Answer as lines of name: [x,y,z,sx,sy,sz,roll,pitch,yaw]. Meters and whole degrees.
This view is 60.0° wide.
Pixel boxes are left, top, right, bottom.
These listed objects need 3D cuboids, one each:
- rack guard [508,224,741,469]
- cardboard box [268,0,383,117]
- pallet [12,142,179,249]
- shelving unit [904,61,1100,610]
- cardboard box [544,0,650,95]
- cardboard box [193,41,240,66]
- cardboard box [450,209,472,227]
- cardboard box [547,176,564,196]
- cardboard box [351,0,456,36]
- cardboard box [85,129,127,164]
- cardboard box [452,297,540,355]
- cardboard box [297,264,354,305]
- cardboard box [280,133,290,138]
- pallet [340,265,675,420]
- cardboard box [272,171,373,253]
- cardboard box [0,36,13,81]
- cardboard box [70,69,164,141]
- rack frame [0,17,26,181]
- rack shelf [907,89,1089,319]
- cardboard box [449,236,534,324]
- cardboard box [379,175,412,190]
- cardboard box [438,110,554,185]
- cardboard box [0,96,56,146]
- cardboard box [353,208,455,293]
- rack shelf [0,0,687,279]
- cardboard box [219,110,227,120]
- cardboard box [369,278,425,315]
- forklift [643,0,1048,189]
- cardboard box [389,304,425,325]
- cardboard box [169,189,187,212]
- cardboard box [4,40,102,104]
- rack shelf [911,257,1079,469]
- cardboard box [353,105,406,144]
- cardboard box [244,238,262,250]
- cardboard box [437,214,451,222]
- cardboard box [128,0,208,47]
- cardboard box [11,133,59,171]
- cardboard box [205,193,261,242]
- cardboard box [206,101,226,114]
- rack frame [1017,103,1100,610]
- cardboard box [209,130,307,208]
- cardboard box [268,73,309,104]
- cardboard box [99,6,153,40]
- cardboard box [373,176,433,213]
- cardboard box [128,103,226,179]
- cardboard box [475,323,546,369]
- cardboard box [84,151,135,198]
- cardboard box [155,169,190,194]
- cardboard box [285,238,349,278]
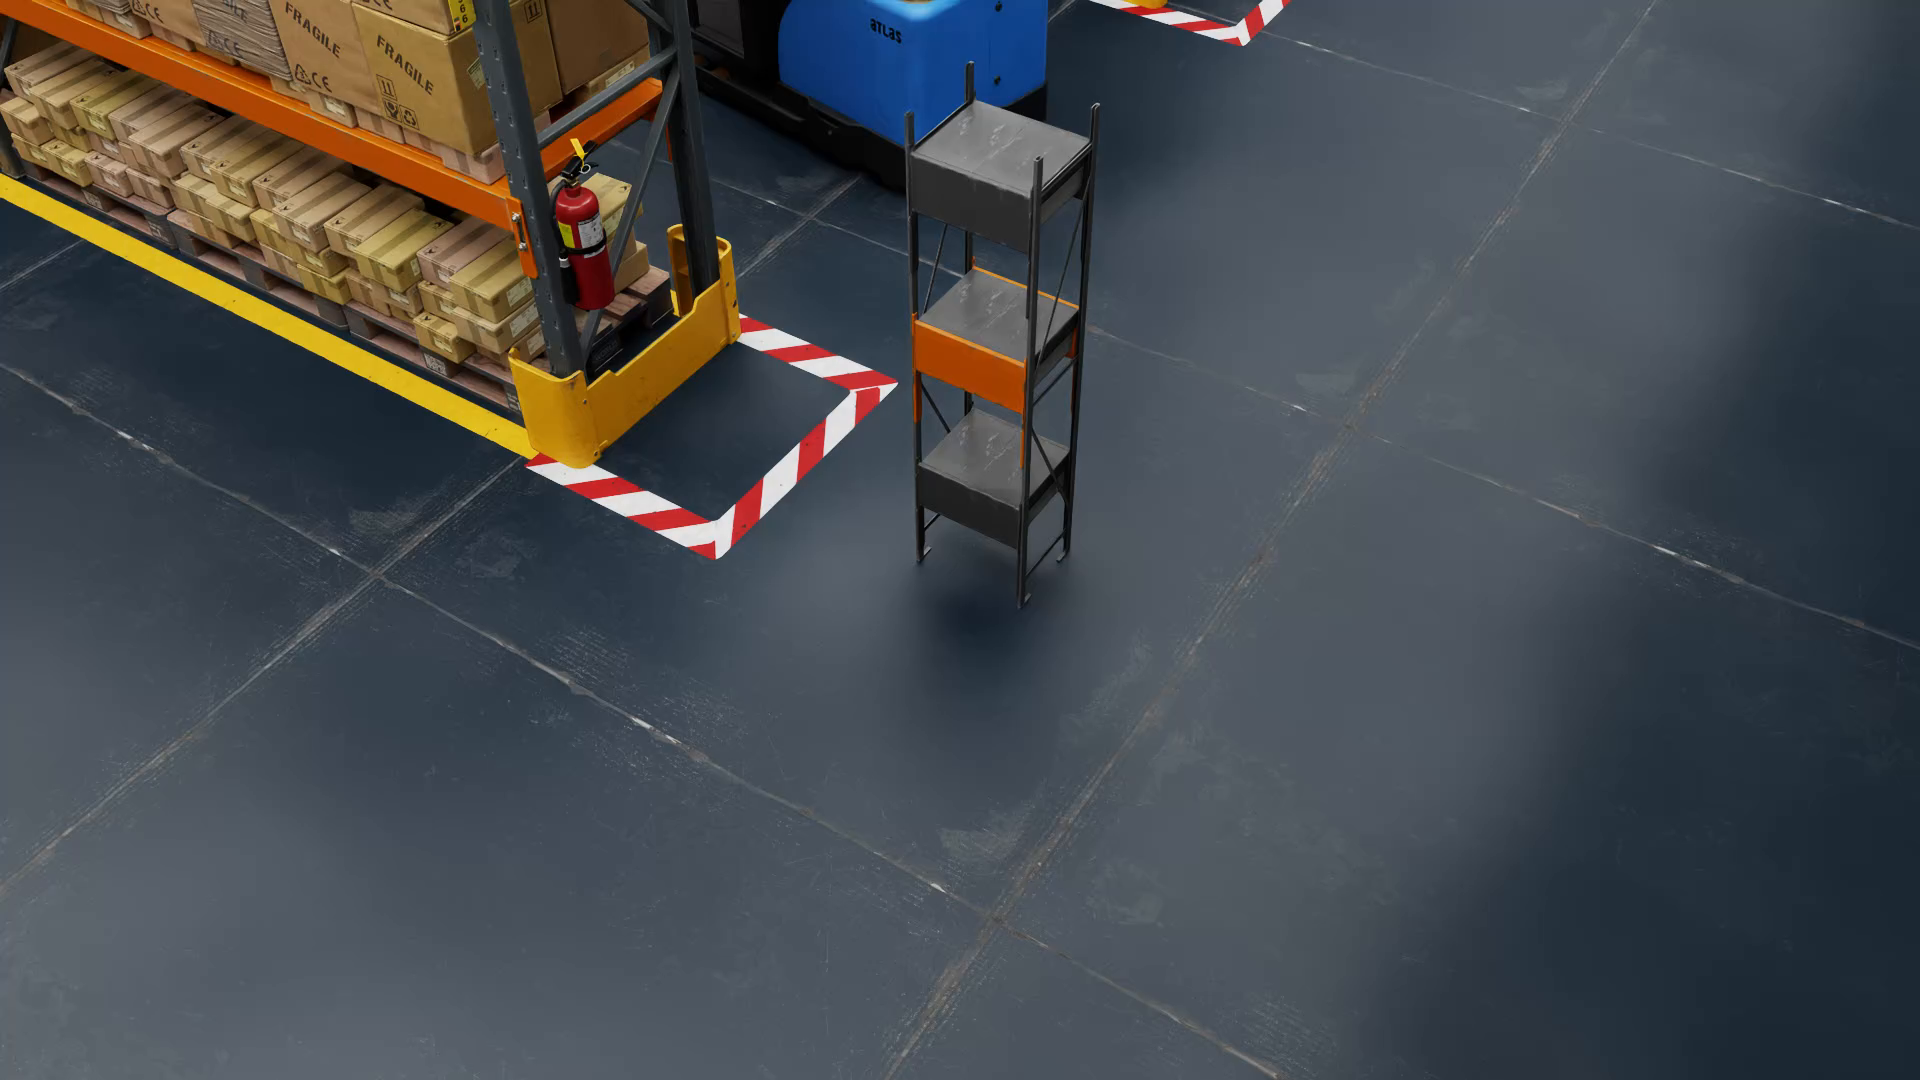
rack guard: [-1.478,-0.886,7.484,0.348,0.500,1.175,25,51,22]
cardboard box: [-2.362,-2.088,6.632,0.500,0.500,0.500,24,50,22]
pallet: [-4.197,-2.066,8.832,1.213,0.211,1.003,25,51,22]
shelving unit: [0.139,-0.668,6.157,0.503,2.100,0.431,25,51,22]
cardboard box: [-1.643,-2.207,6.748,0.500,0.500,0.500,27,52,24]
cardboard box: [-3.110,-2.241,7.233,0.250,0.149,0.380,26,51,23]
cardboard box: [-2.170,-1.524,7.849,0.250,0.149,0.380,25,51,23]
cardboard box: [-1.969,-1.530,7.647,0.250,0.149,0.380,26,51,23]
cardboard box: [-1.934,-2.242,6.085,0.500,0.500,0.500,24,50,21]
cardboard box: [-4.163,-2.083,8.392,0.250,0.149,0.380,24,51,22]
cardboard box: [-2.013,-1.017,7.356,0.250,0.149,0.380,23,50,21]
cardboard box: [-2.880,-1.300,7.839,0.250,0.149,0.380,23,50,20]
cardboard box: [-3.277,-2.054,8.364,0.250,0.149,0.380,22,50,20]
pallet: [-2.143,-1.122,7.914,1.213,0.211,1.003,25,51,22]
cardboard box: [-2.904,-1.505,7.623,0.250,0.149,0.380,27,51,23]
cardboard box: [-5.540,-2.686,8.941,0.500,0.500,0.500,24,50,21]
cardboard box: [-4.164,-2.168,8.267,0.250,0.149,0.380,24,50,22]
rack frame: [-4.781,-3.277,8.064,0.127,3.000,1.000,25,51,22]
rack shelf: [0.139,-1.146,5.664,0.480,0.518,0.431,25,51,22]
cardboard box: [-1.997,-1.140,7.268,0.250,0.149,0.380,25,51,23]
cardboard box: [-2.593,-1.864,7.972,0.250,0.149,0.380,27,51,24]
cardboard box: [-1.841,-1.596,6.606,0.250,0.149,0.380,25,51,22]
cardboard box: [-4.649,-2.200,8.505,0.250,0.149,0.380,27,52,24]
cardboard box: [-2.464,-1.296,7.420,0.250,0.149,0.380,24,50,21]
rack shelf: [-3.098,-2.252,7.570,4.000,0.370,1.077,25,51,22]
cardboard box: [-3.717,-2.257,8.561,0.250,0.149,0.380,25,51,22]
cardboard box: [-2.451,-1.217,7.550,0.250,0.149,0.380,23,50,21]
forklift: [-0.946,-3.759,8.581,3.031,2.935,1.130,34,55,28]
cardboard box: [-2.417,-1.151,7.694,0.250,0.149,0.380,24,51,22]
cardboard box: [-3.701,-1.776,8.301,0.250,0.149,0.380,23,50,21]
cardboard box: [-4.603,-2.378,8.472,0.250,0.149,0.380,27,51,24]
rack shelf: [0.139,-0.658,6.166,0.480,0.518,0.431,25,51,22]
cardboard box: [-2.249,-1.803,6.807,0.250,0.149,0.380,24,51,22]
cardboard box: [-3.272,-1.561,8.092,0.250,0.149,0.380,26,51,23]
cardboard box: [-2.316,-1.586,8.116,0.250,0.149,0.380,25,51,23]
cardboard box: [-3.208,-2.477,7.011,0.500,0.500,0.500,27,52,24]
cardboard box: [-4.648,-2.095,8.611,0.250,0.149,0.380,23,50,20]
cardboard box: [-3.346,-1.610,7.932,0.250,0.149,0.380,25,51,22]
cardboard box: [-3.715,-2.342,8.436,0.250,0.149,0.380,26,51,23]
rack frame: [0.345,-0.573,6.065,0.015,2.100,0.400,25,51,22]
cardboard box: [-3.301,-1.758,7.869,0.250,0.149,0.380,25,51,22]
cardboard box: [-2.683,-2.008,7.006,0.250,0.149,0.380,23,50,20]
cardboard box: [-3.585,-2.401,7.389,0.250,0.149,0.380,27,52,24]
cardboard box: [-2.602,-1.734,8.053,0.250,0.149,0.380,22,50,20]
cardboard box: [-3.762,-1.933,8.039,0.250,0.149,0.380,26,51,23]
cardboard box: [-1.970,-0.959,7.507,0.250,0.149,0.380,26,51,23]
cardboard box: [-4.187,-1.927,8.448,0.250,0.149,0.380,24,51,22]
cardboard box: [-3.718,-1.856,8.172,0.250,0.149,0.380,27,52,24]
cardboard box: [-2.894,-1.409,7.737,0.250,0.149,0.380,25,51,23]
